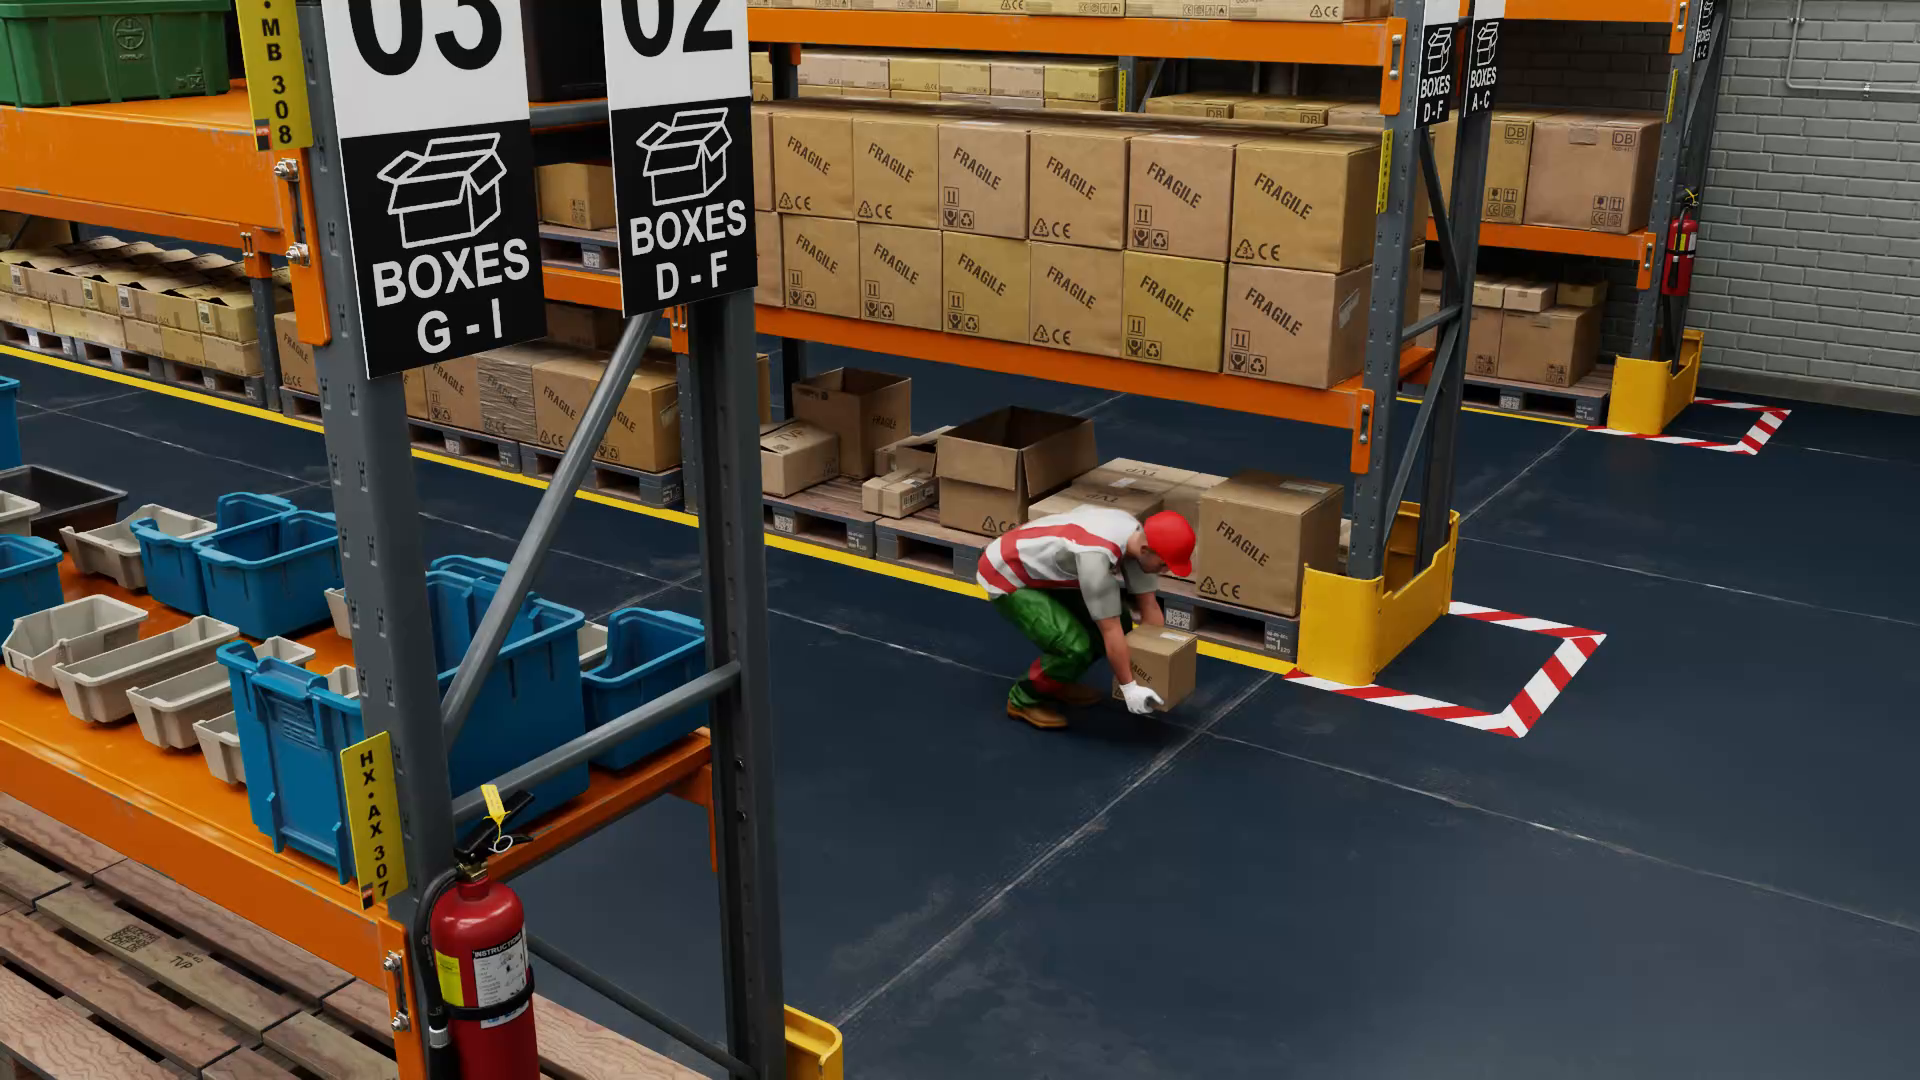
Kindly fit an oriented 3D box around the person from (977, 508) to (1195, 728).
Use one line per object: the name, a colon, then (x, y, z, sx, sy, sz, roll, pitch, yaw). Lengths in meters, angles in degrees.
person: (0.520, 0.296, 6.910, 0.923, 0.984, 0.530, 12, 23, 30)
